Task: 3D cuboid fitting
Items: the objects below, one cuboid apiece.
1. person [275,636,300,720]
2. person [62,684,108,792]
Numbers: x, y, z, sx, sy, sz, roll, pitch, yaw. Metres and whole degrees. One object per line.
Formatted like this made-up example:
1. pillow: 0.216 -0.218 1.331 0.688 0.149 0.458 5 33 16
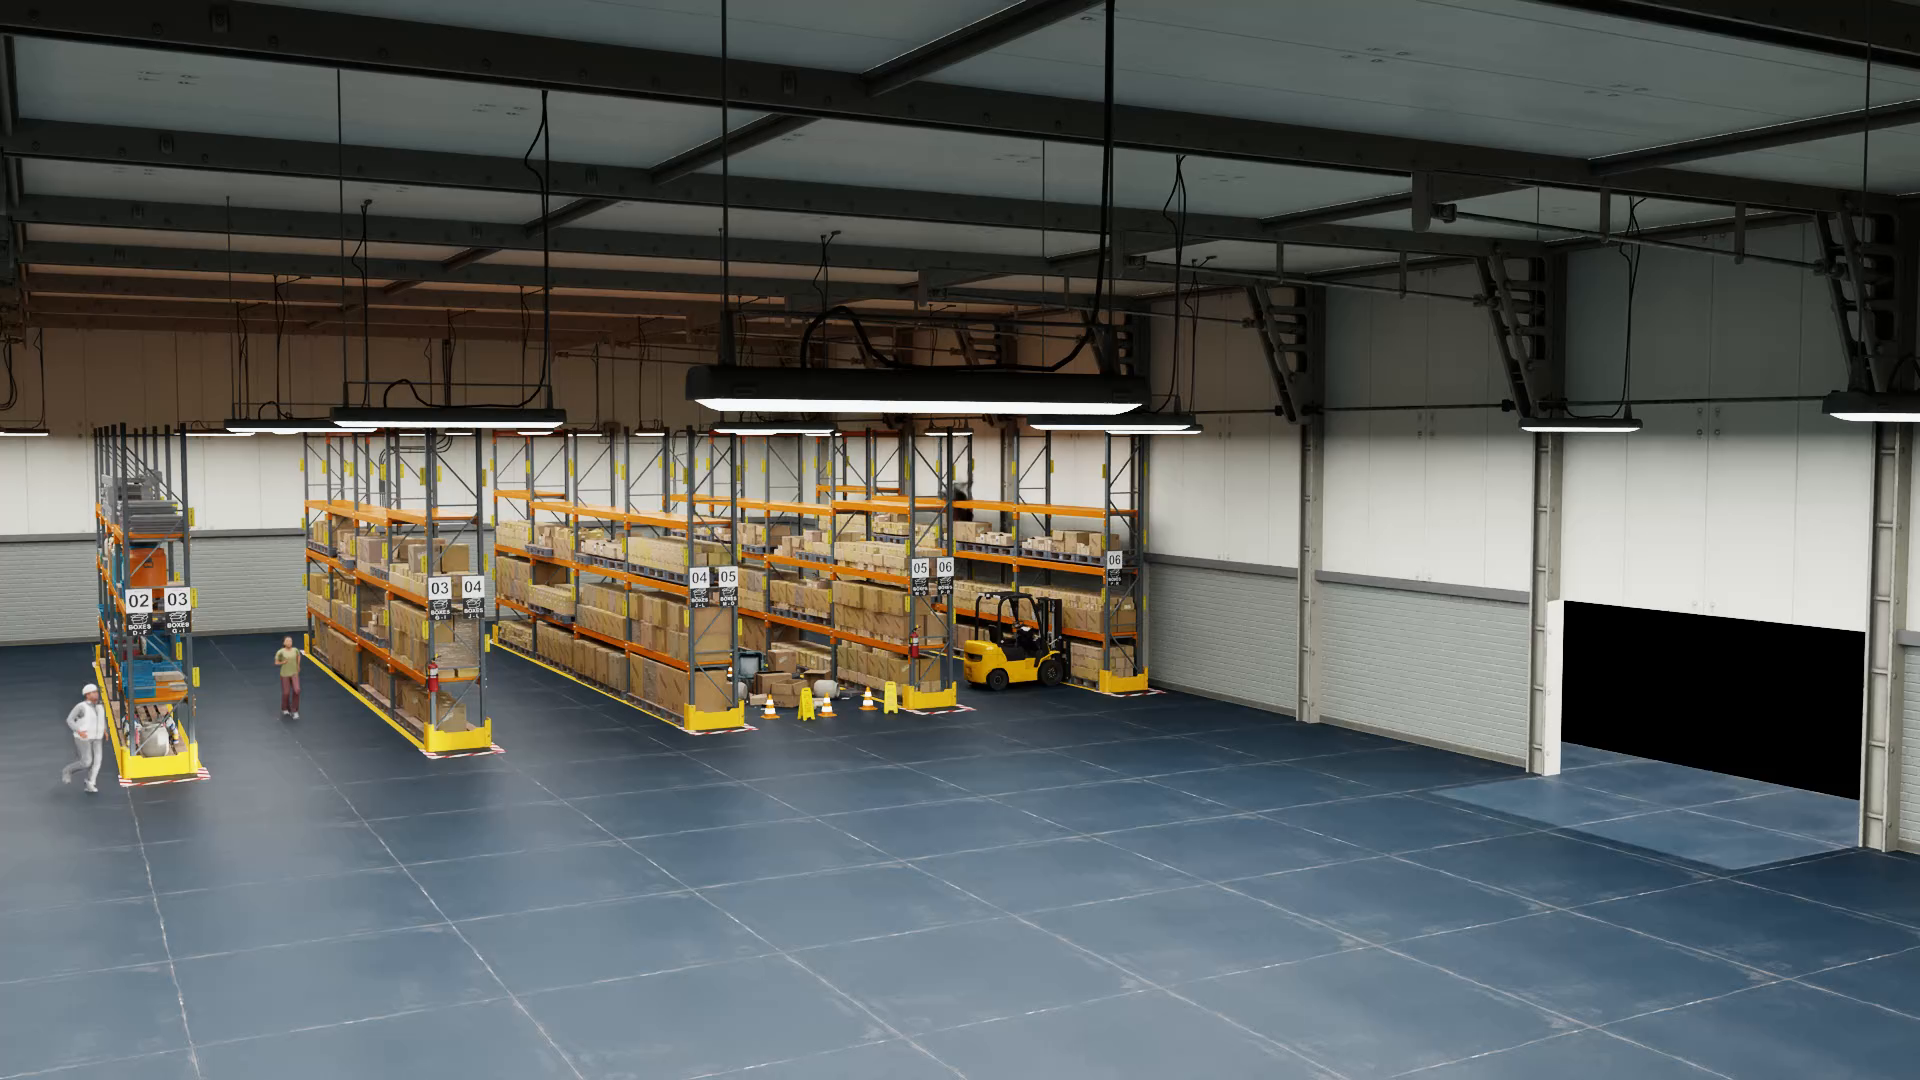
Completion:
1. person: -13.803 2.816 34.164 0.535 1.717 0.698 -2 4 -35
2. person: -14.217 3.220 27.197 0.740 1.712 0.707 2 4 24
